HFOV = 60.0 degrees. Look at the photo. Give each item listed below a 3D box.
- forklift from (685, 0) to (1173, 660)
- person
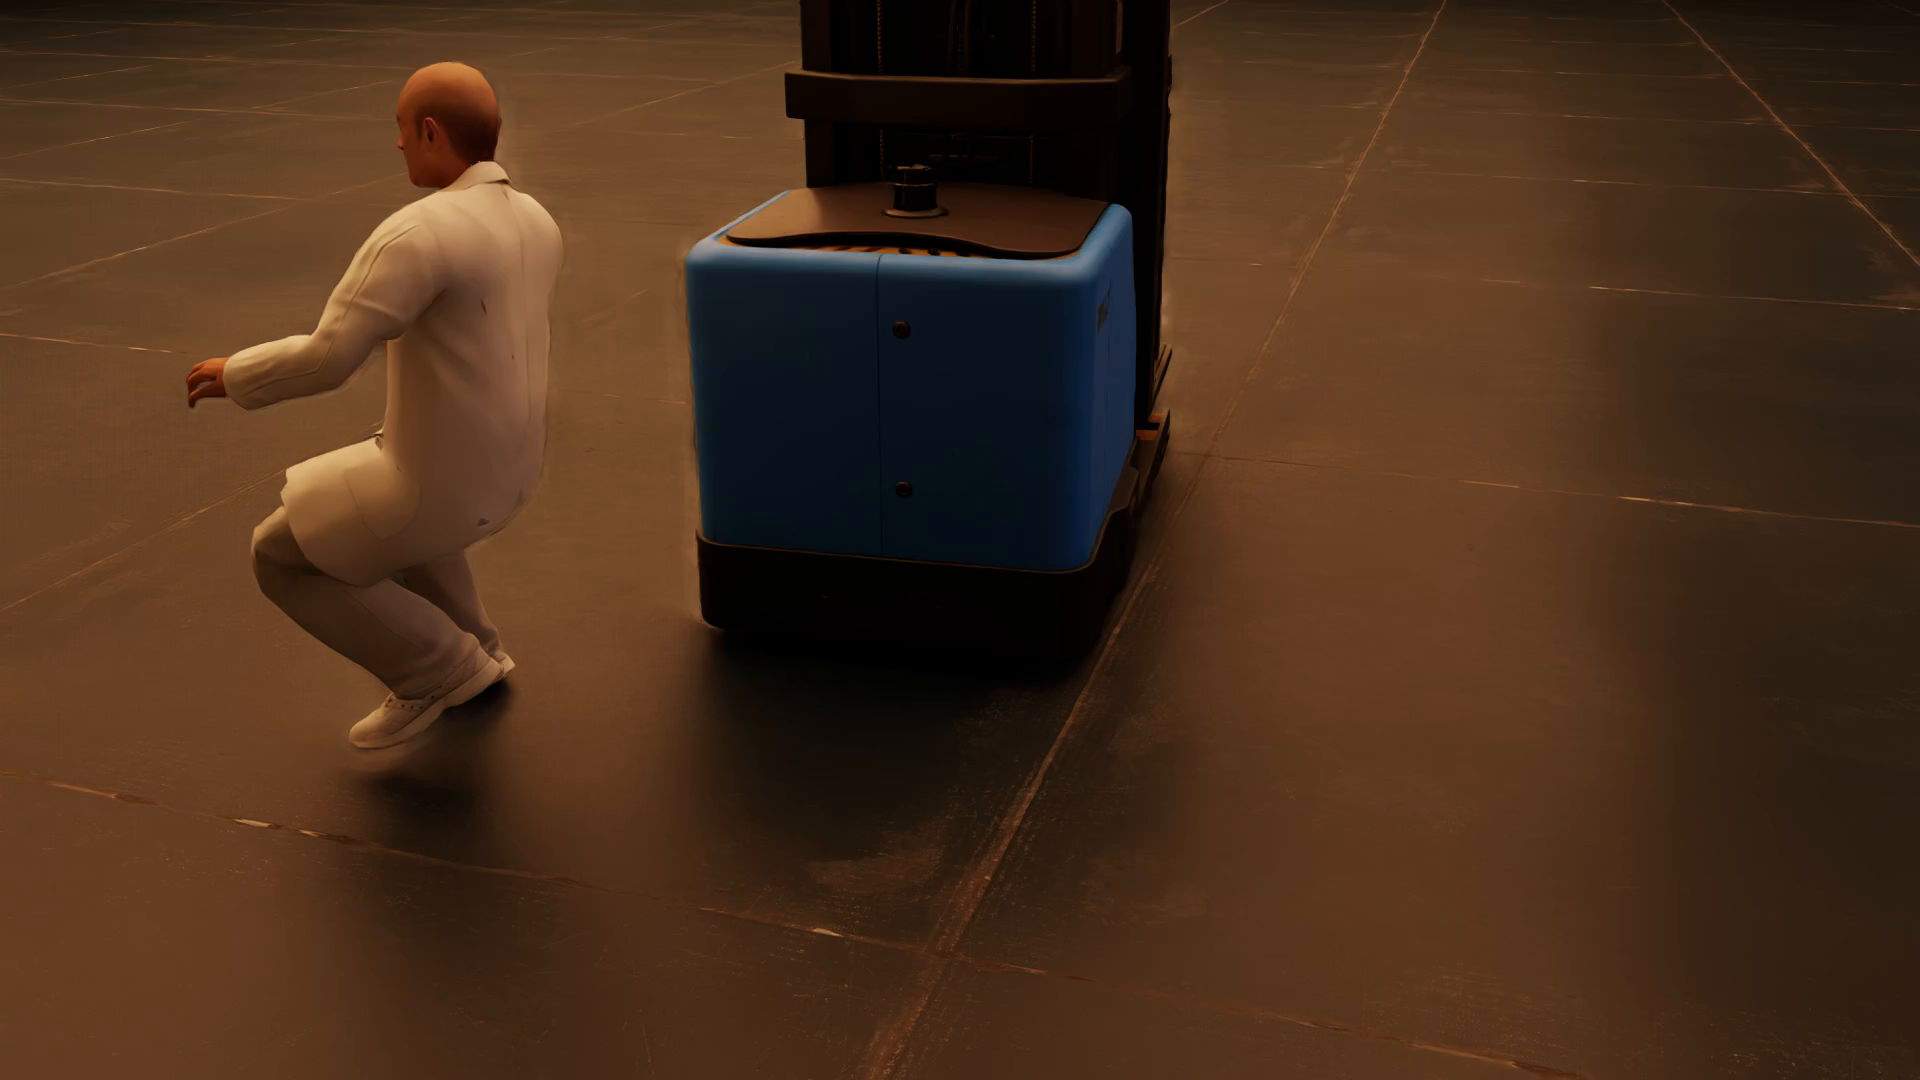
[{"bbox_3d":[0.120,-1.584,5.116,1.130,2.935,3.031,5,23,11],"label":"forklift"},{"bbox_3d":[-1.209,-0.213,3.659,0.687,1.624,0.883,4,23,10],"label":"person"}]
